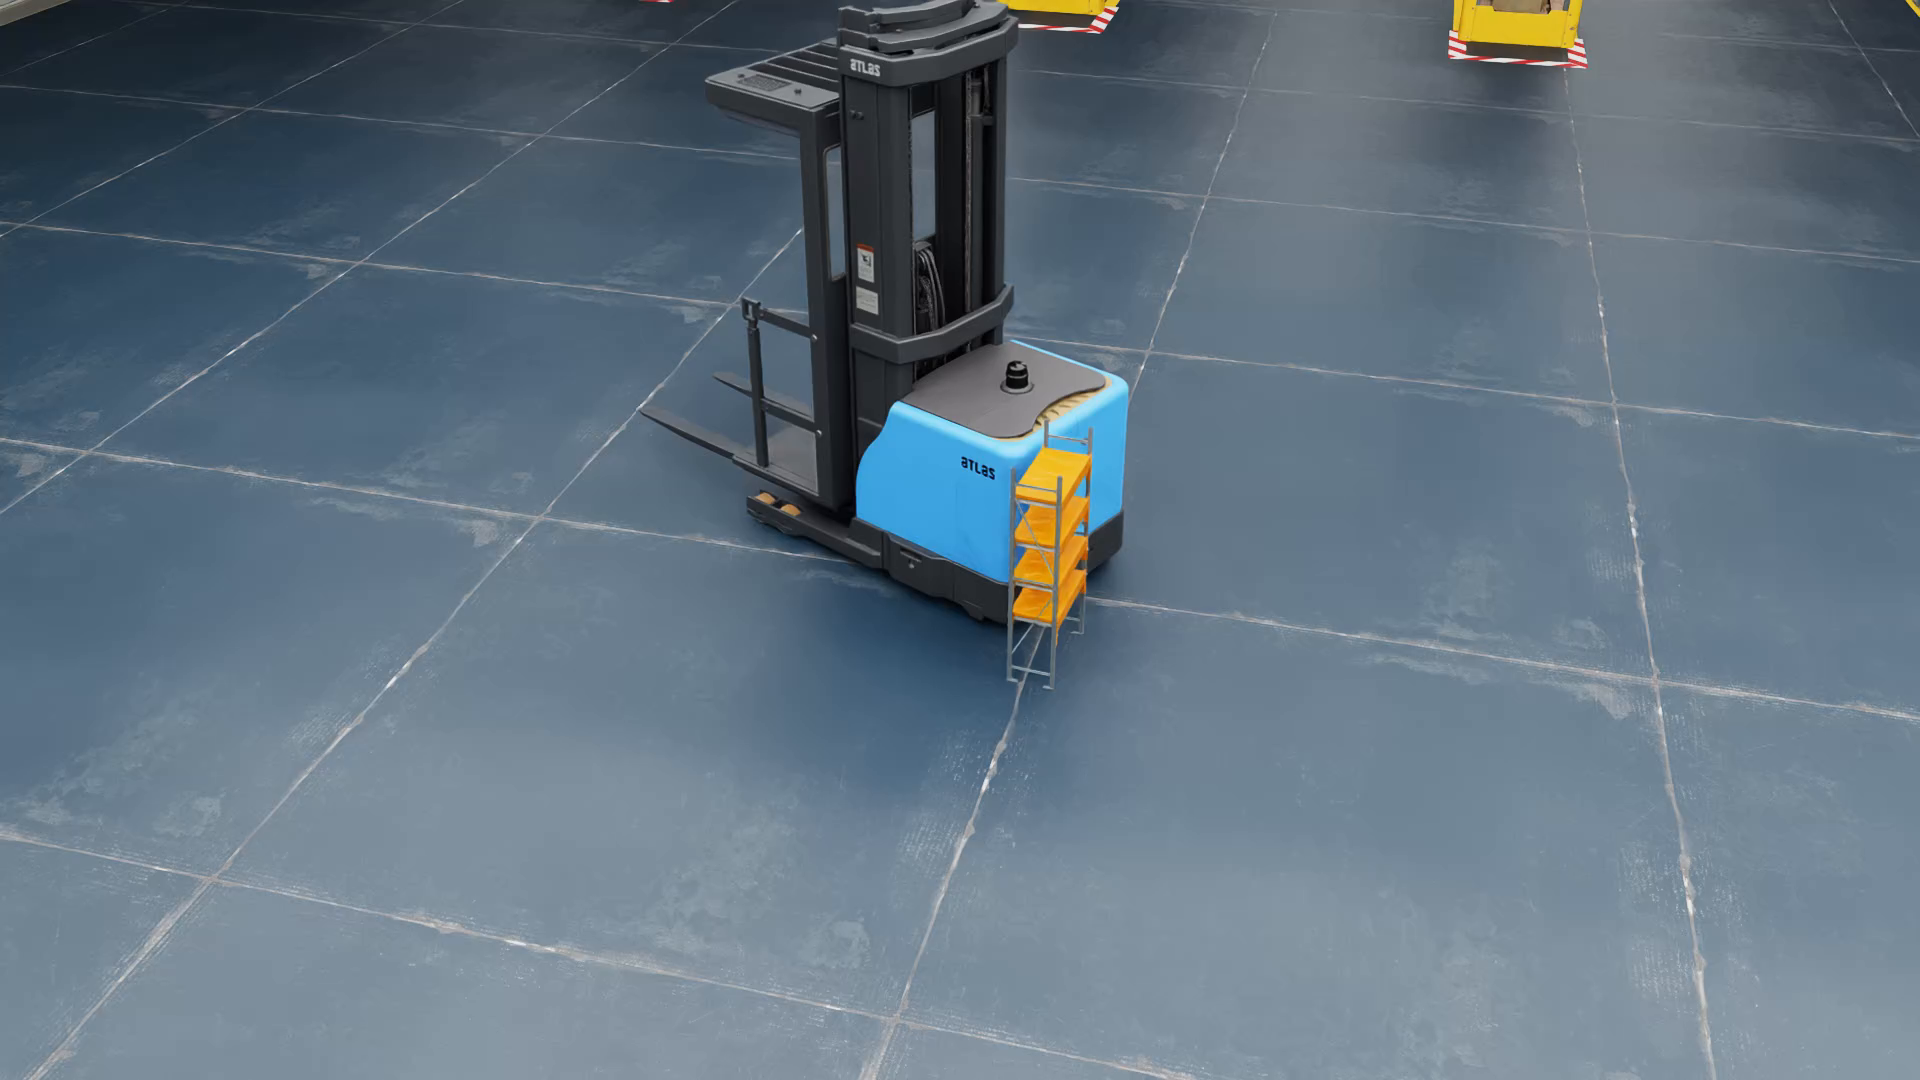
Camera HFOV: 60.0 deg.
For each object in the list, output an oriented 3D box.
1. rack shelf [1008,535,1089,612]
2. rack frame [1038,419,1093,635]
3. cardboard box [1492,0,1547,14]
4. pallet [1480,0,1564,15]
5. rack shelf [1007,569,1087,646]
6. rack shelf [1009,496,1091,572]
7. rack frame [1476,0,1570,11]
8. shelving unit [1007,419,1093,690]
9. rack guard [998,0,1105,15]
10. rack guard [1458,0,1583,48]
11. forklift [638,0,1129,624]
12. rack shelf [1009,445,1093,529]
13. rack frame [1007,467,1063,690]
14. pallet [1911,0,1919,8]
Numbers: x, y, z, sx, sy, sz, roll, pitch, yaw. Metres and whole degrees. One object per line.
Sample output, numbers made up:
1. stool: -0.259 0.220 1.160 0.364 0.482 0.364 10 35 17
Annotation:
1. rack shelf: 0.431 0.134 8.046 0.258 0.148 0.480 11 34 17
2. rack frame: 0.516 -0.046 8.203 0.240 1.200 0.015 11 34 17
3. cardboard box: 6.014 -5.948 17.749 0.500 0.500 0.500 14 35 21
4. pallet: 6.099 -5.783 18.150 1.003 0.211 1.213 8 33 12
5. rack shelf: 0.431 0.302 8.153 0.258 0.148 0.480 11 34 17
6. rack shelf: 0.431 -0.055 7.926 0.258 0.148 0.480 11 34 17
7. rack frame: 5.840 -6.504 16.685 1.000 3.000 0.127 8 33 12
8. shelving unit: 0.431 0.077 8.010 0.258 1.200 0.503 11 34 17
9. rack guard: 1.022 -6.169 18.488 1.175 0.500 0.348 8 33 12
10. rack guard: 5.859 -5.488 17.417 1.175 0.500 0.348 8 33 12
11. forklift: -0.574 -1.462 8.818 3.031 2.935 1.130 24 40 33
12. rack shelf: 0.431 -0.254 7.799 0.258 0.148 0.480 11 34 17
13. rack frame: 0.346 0.200 7.817 0.240 1.200 0.015 11 34 17
14. pallet: 11.358 -6.291 18.949 1.003 0.211 1.213 8 33 12
